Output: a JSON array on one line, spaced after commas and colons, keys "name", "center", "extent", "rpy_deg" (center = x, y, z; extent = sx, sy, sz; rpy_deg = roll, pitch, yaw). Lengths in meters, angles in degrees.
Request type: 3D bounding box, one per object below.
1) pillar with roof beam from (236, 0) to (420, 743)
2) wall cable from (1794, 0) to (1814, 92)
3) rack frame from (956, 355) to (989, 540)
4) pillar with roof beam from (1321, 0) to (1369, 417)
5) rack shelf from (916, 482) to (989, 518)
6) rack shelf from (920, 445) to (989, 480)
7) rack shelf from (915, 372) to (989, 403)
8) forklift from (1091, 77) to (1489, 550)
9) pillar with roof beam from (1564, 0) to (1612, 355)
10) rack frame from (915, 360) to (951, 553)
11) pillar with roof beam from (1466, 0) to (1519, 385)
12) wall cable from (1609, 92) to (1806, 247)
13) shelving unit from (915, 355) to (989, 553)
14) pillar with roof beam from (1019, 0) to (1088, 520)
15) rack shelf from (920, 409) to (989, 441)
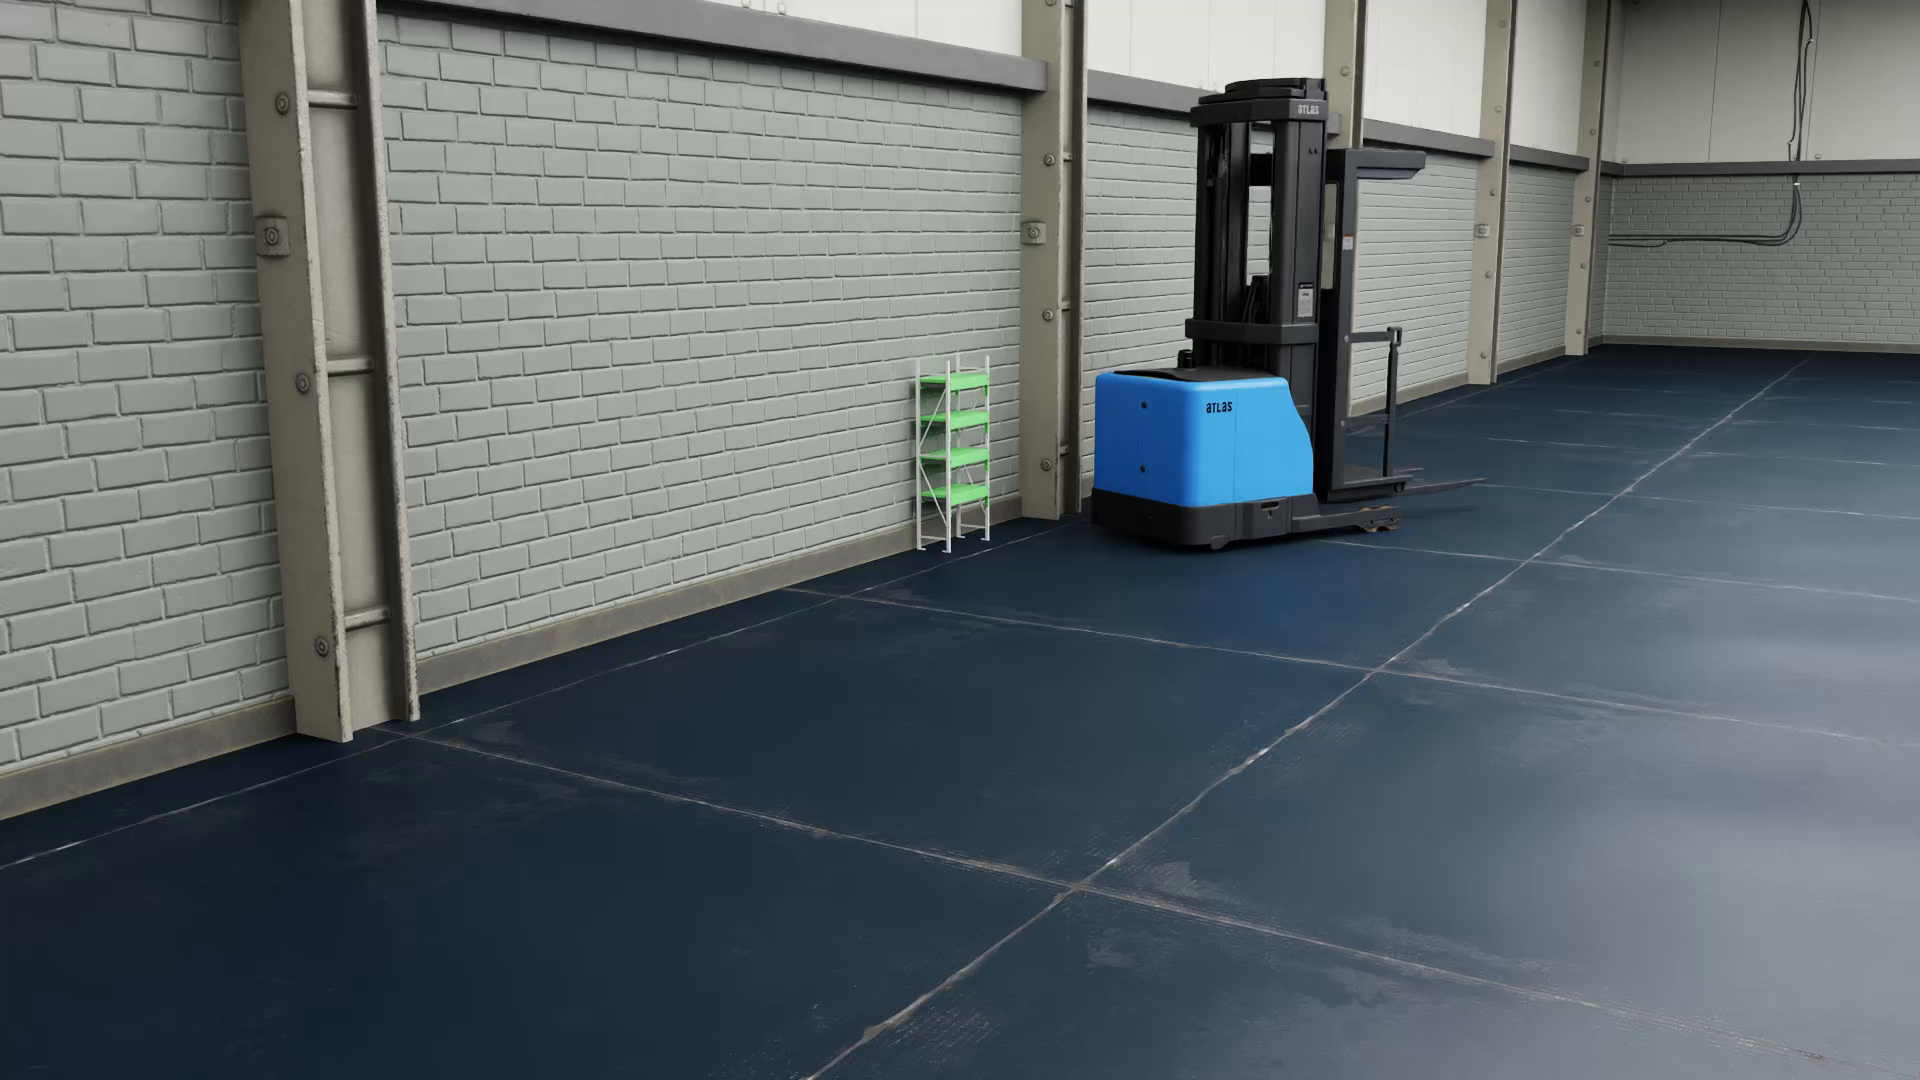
[{"name": "pillar with roof beam", "center": [1.205, -3.255, 3.801], "extent": [9.100, 9.000, 0.400], "rpy_deg": [6, 12, 31]}, {"name": "wall cable", "center": [14.958, -8.475, 26.400], "extent": [3.097, 2.526, 0.112], "rpy_deg": [6, 12, 31]}, {"name": "rack frame", "center": [0.081, -0.598, 10.801], "extent": [0.240, 1.200, 0.015], "rpy_deg": [6, 12, 30]}, {"name": "pillar with roof beam", "center": [7.435, -5.142, 13.881], "extent": [9.100, 9.000, 0.400], "rpy_deg": [6, 12, 31]}, {"name": "rack shelf", "center": [-0.042, -0.261, 10.650], "extent": [0.258, 0.148, 0.480], "rpy_deg": [6, 12, 30]}, {"name": "rack shelf", "center": [-0.043, -0.497, 10.607], "extent": [0.258, 0.148, 0.480], "rpy_deg": [6, 12, 30]}, {"name": "rack shelf", "center": [-0.045, -0.969, 10.519], "extent": [0.258, 0.148, 0.480], "rpy_deg": [6, 12, 30]}, {"name": "forklift", "center": [2.385, -1.562, 11.249], "extent": [3.031, 2.935, 1.130], "rpy_deg": [-7, 13, -33]}, {"name": "pillar with roof beam", "center": [13.666, -7.029, 23.962], "extent": [9.100, 9.000, 0.400], "rpy_deg": [6, 12, 31]}, {"name": "rack frame", "center": [-0.168, -0.521, 10.389], "extent": [0.240, 1.200, 0.015], "rpy_deg": [6, 12, 30]}, {"name": "pillar with roof beam", "center": [10.550, -6.086, 18.922], "extent": [9.100, 9.000, 0.400], "rpy_deg": [6, 12, 31]}, {"name": "wall cable", "center": [12.646, -6.251, 28.245], "extent": [3.097, 2.526, 0.112], "rpy_deg": [6, 12, 31]}, {"name": "shelving unit", "center": [-0.044, -0.560, 10.595], "extent": [0.258, 1.200, 0.503], "rpy_deg": [6, 12, 30]}, {"name": "pillar with roof beam", "center": [4.320, -4.199, 8.841], "extent": [9.100, 9.000, 0.400], "rpy_deg": [6, 12, 31]}, {"name": "rack shelf", "center": [-0.044, -0.733, 10.563], "extent": [0.258, 0.148, 0.480], "rpy_deg": [6, 12, 30]}]
